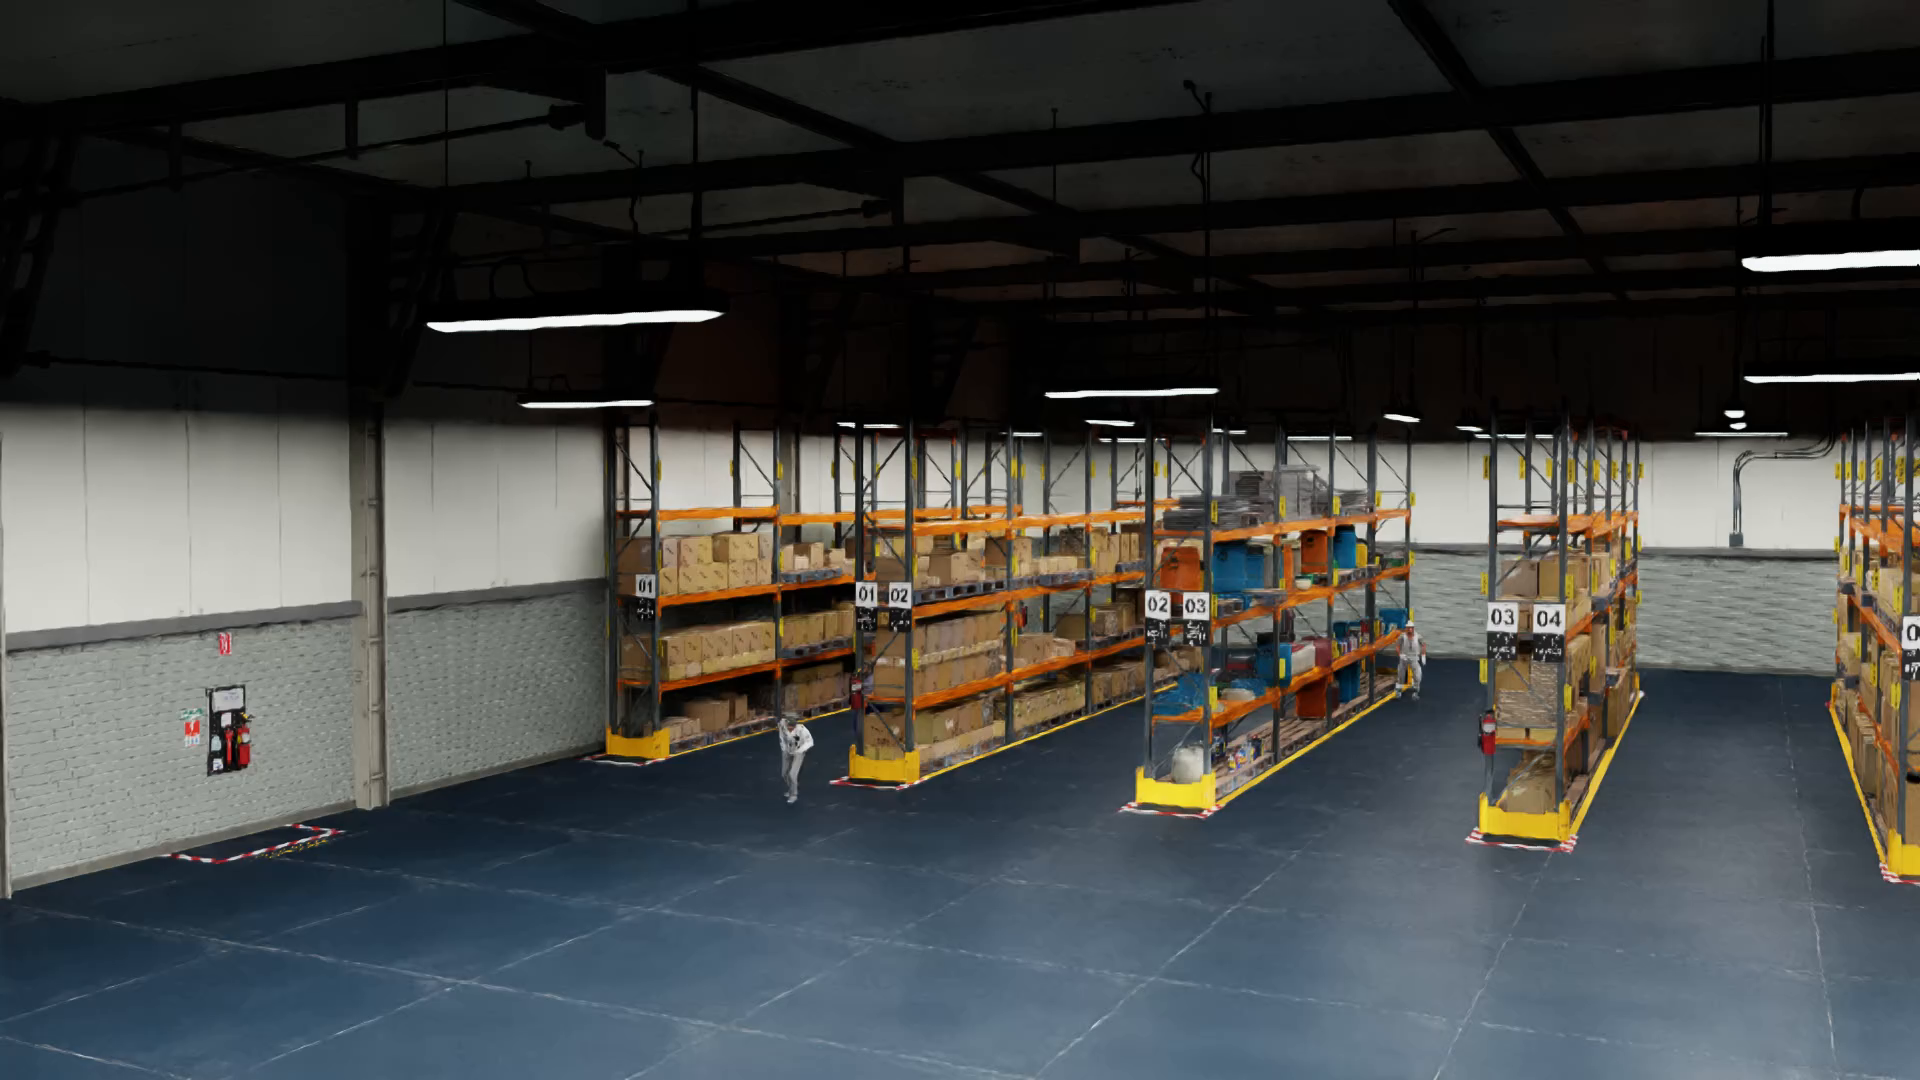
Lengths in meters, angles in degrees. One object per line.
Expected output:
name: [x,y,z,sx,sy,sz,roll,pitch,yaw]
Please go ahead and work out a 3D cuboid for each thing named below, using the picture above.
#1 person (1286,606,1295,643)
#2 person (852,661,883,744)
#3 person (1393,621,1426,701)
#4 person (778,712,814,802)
person: [8.280,2.334,42.319,0.576,1.780,0.540,-1,3,-32]
person: [-1.628,2.955,29.890,0.628,1.573,0.850,1,3,21]
person: [9.774,2.616,36.114,0.693,1.746,0.620,1,2,14]
person: [-2.497,3.266,25.171,0.622,1.389,0.940,1,3,17]
